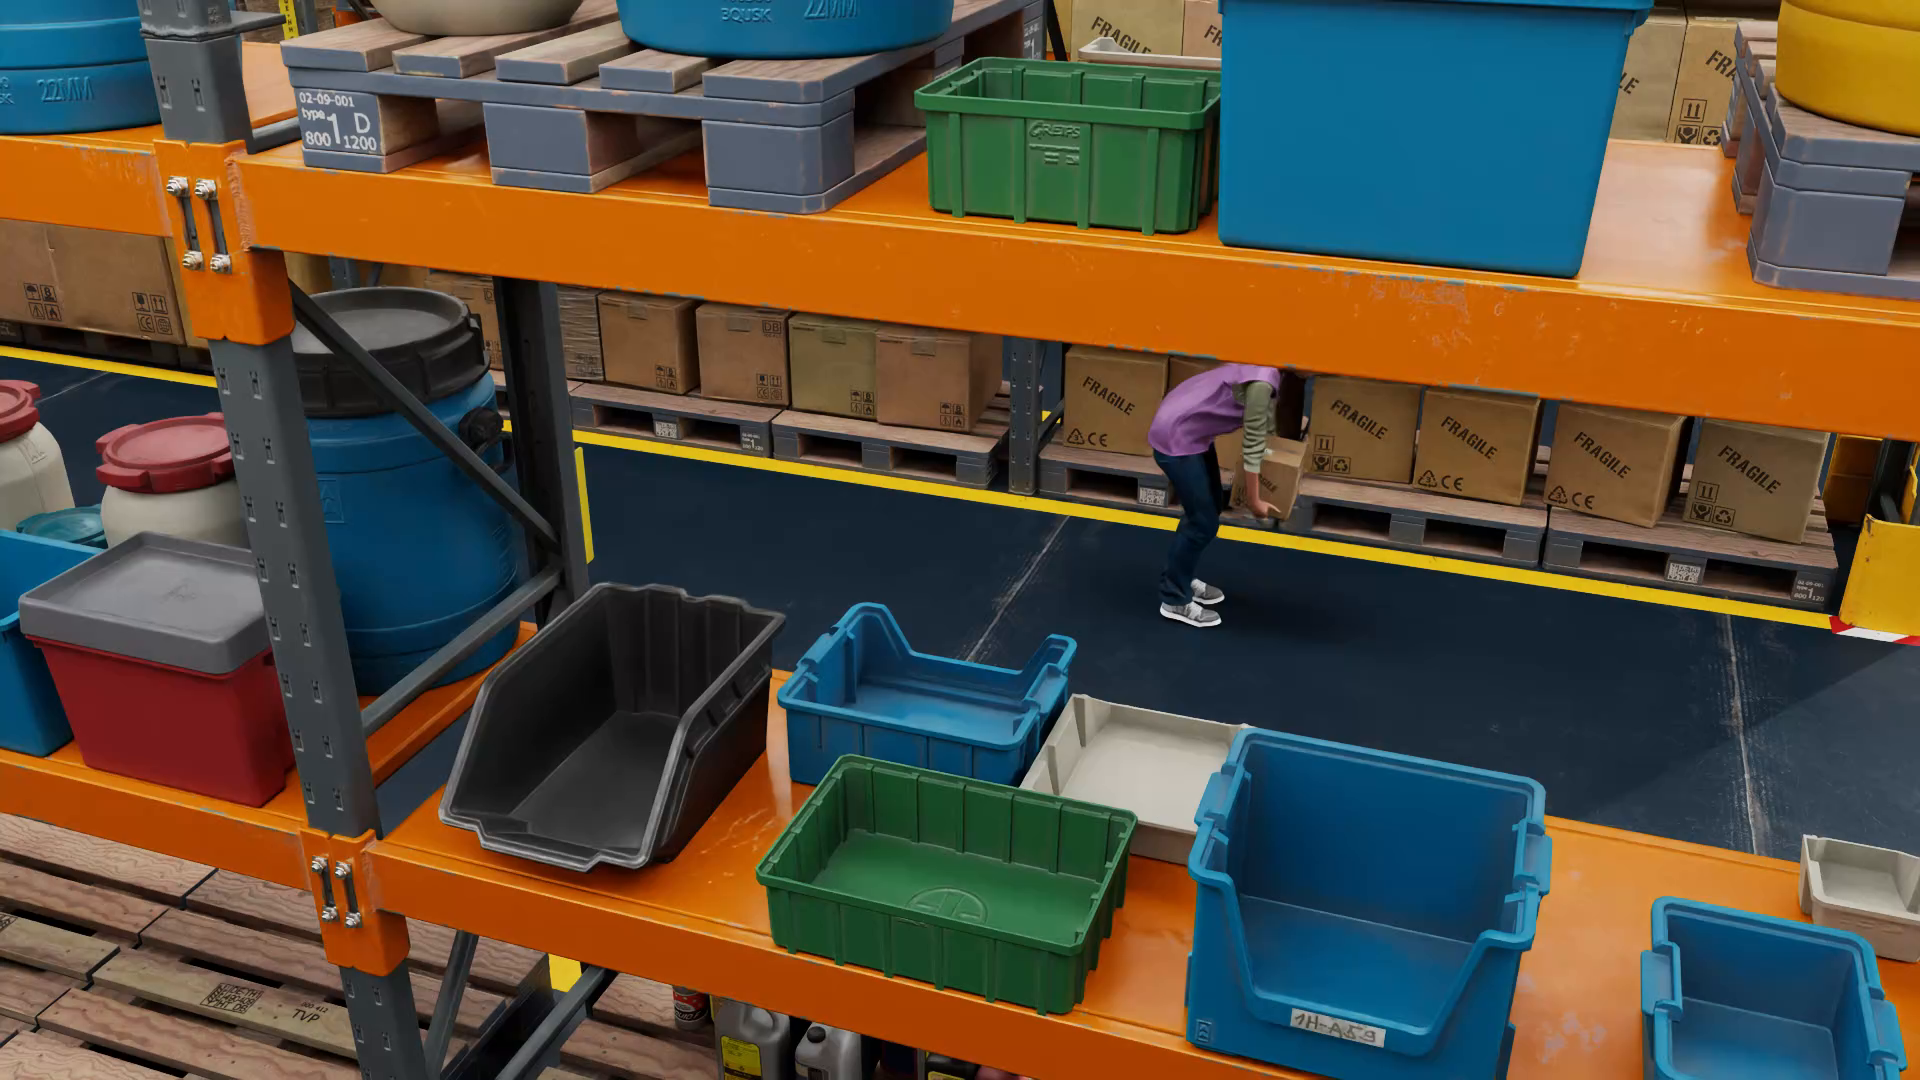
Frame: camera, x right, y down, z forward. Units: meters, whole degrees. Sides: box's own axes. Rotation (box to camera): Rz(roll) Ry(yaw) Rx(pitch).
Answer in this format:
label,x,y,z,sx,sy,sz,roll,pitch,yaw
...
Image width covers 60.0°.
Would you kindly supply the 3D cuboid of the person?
label,x,y,z,sx,sy,sz,roll,pitch,yaw
person,1.126,-0.305,6.967,0.690,1.409,0.371,8,27,17
